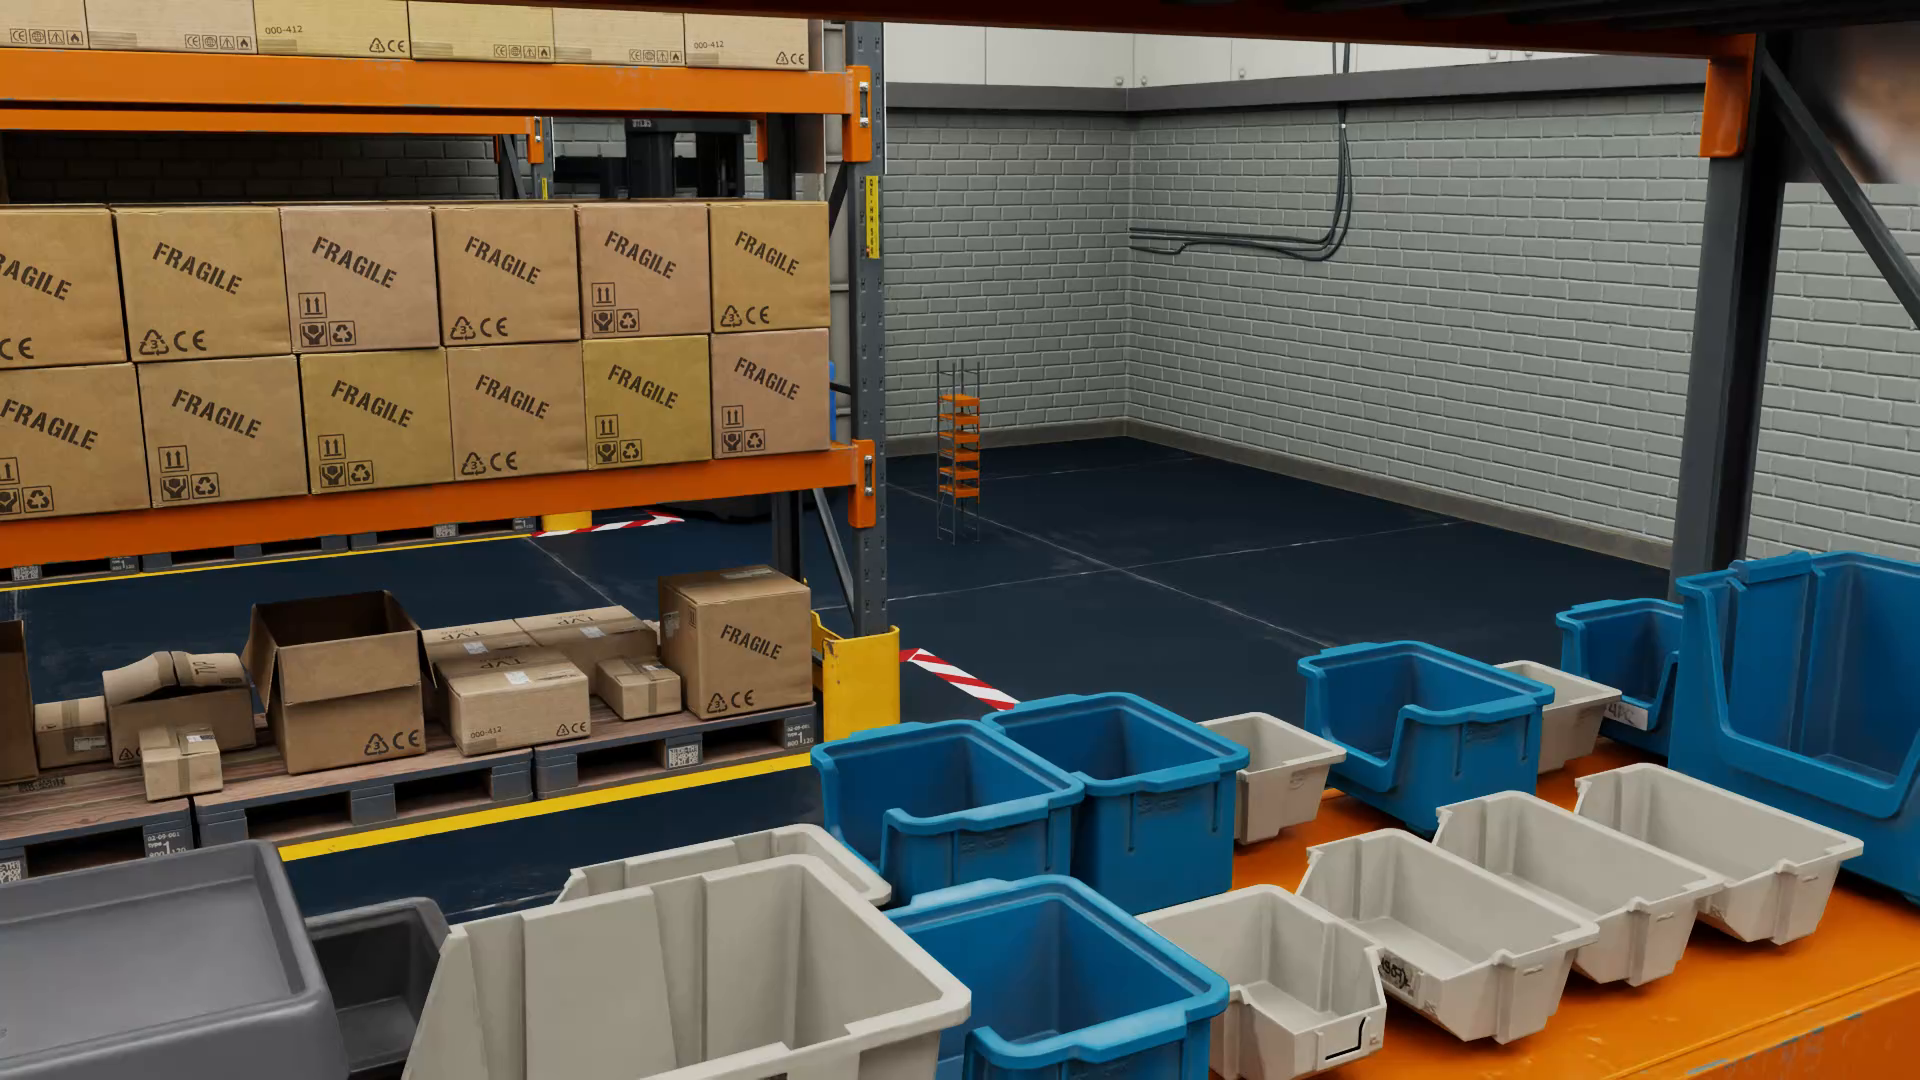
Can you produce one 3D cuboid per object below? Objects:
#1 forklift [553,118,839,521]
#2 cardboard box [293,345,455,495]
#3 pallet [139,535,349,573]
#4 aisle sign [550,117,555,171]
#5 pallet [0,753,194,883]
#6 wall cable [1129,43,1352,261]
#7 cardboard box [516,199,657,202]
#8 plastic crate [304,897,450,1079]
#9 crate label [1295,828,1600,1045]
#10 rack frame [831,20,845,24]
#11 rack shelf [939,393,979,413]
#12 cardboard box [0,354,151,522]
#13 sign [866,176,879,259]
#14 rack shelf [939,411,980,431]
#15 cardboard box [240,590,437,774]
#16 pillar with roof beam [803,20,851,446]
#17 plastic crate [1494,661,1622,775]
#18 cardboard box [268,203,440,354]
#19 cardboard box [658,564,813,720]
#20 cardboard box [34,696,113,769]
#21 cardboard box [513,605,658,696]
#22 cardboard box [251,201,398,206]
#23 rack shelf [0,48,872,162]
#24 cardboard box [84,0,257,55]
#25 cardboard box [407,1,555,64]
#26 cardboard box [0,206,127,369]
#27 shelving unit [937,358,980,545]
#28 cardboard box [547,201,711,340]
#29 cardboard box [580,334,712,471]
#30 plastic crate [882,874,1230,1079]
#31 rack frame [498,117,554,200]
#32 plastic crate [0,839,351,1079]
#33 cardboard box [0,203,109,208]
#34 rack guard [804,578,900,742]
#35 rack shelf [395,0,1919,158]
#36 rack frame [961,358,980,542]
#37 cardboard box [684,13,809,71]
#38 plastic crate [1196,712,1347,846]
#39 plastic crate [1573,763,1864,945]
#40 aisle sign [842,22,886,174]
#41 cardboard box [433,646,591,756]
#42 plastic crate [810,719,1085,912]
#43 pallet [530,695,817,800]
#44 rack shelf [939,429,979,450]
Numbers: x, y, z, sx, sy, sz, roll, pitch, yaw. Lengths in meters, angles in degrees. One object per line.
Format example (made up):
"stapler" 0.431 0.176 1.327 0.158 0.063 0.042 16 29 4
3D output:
"forklift" -2.383 -1.795 12.409 3.031 2.935 1.130 9 15 35
"cardboard box" -2.200 -0.477 6.169 0.500 0.500 0.500 -7 14 -29
"pallet" -4.712 -0.055 10.871 1.213 0.211 1.003 -7 14 -28
"aisle sign" -2.771 -2.860 11.063 0.004 0.787 0.394 -7 14 -28
"pallet" -3.509 1.022 6.089 1.213 0.211 1.003 -7 14 -28
"wall cable" 2.158 -3.580 13.592 0.112 2.526 3.097 -7 14 -28
"cardboard box" -1.572 -1.172 6.979 0.500 0.500 0.500 -7 14 -27
"plastic crate" -0.888 0.624 1.996 0.590 0.125 0.437 -7 14 -28
"crate label" 0.646 0.549 2.300 0.243 0.136 0.396 -7 14 -28
"rack frame" -0.601 -3.614 6.673 0.127 3.000 1.000 -7 14 -28
"rack shelf" -0.013 -0.892 10.901 0.180 0.103 0.258 -7 14 -28
"cardboard box" -3.086 -0.371 5.698 0.500 0.500 0.500 -7 14 -27
"sign" -0.353 -1.297 6.686 0.005 0.325 0.100 -7 14 -28
"rack shelf" -0.013 -0.775 10.928 0.180 0.103 0.258 -7 14 -28
"cardboard box" -2.465 0.538 6.571 0.637 0.503 0.797 -7 14 -28
"pillar with roof beam" 1.040 -4.190 9.230 0.400 9.000 9.100 -7 14 -28
"plastic crate" 1.073 0.347 3.198 0.298 0.136 0.250 -7 14 -28
"cardboard box" -2.207 -0.961 6.044 0.500 0.500 0.500 -6 14 -26
"cardboard box" -0.960 0.422 7.093 0.500 0.500 0.500 -7 14 -28
"cardboard box" -3.447 0.744 6.463 0.250 0.149 0.380 -7 14 -28
"cardboard box" -1.653 0.494 7.341 0.500 0.250 0.500 -7 14 -28
"cardboard box" -2.459 -1.066 6.511 0.500 0.500 0.500 -7 14 -28
"rack shelf" -2.357 -1.589 6.147 4.000 0.370 1.077 -7 14 -28
"cardboard box" -2.686 -1.764 5.627 0.500 0.250 0.500 -7 14 -28
"cardboard box" -1.802 -1.867 6.084 0.500 0.250 0.500 -7 14 -28
"cardboard box" -3.111 -0.853 5.562 0.500 0.500 0.500 -7 15 -30
"shelving unit" -0.013 -0.584 10.971 0.189 1.200 0.258 -7 14 -28
"cardboard box" -1.303 -1.071 6.531 0.500 0.500 0.500 -6 14 -26
"cardboard box" -1.317 -0.581 6.633 0.500 0.500 0.500 -7 14 -27
"plastic crate" 0.089 0.585 1.921 0.300 0.233 0.416 -7 14 -28
"rack frame" -2.978 -1.642 11.572 0.127 3.000 1.000 -7 14 -28
"plastic crate" -0.838 0.582 1.408 0.583 0.464 0.402 -7 14 -28
"cardboard box" -3.344 -0.961 6.041 0.500 0.500 0.500 -7 15 -29
"rack guard" -0.668 0.540 7.571 0.348 0.500 1.175 -7 14 -28
"rack shelf" 0.014 -0.635 1.903 4.000 0.370 1.077 -7 14 -28
"rack frame" 0.068 -0.593 11.013 0.006 1.200 0.240 -7 14 -28
"cardboard box" -0.926 -1.973 6.553 0.500 0.250 0.500 -7 14 -28
"plastic crate" 0.478 0.419 2.881 0.298 0.136 0.250 -7 14 -28
"plastic crate" 1.140 0.488 2.575 0.243 0.136 0.396 -7 14 -28
"aisle sign" -0.394 -1.904 6.816 0.004 0.787 0.394 -7 14 -28
"cardboard box" -1.809 0.638 6.702 0.500 0.250 0.500 -7 14 -28
"plastic crate" -0.025 0.453 2.511 0.300 0.233 0.416 -7 14 -28
"pallet" -1.367 0.765 7.229 1.213 0.211 1.003 -7 14 -28
"rack shelf" -0.013 -0.658 10.954 0.180 0.103 0.258 -7 14 -28
